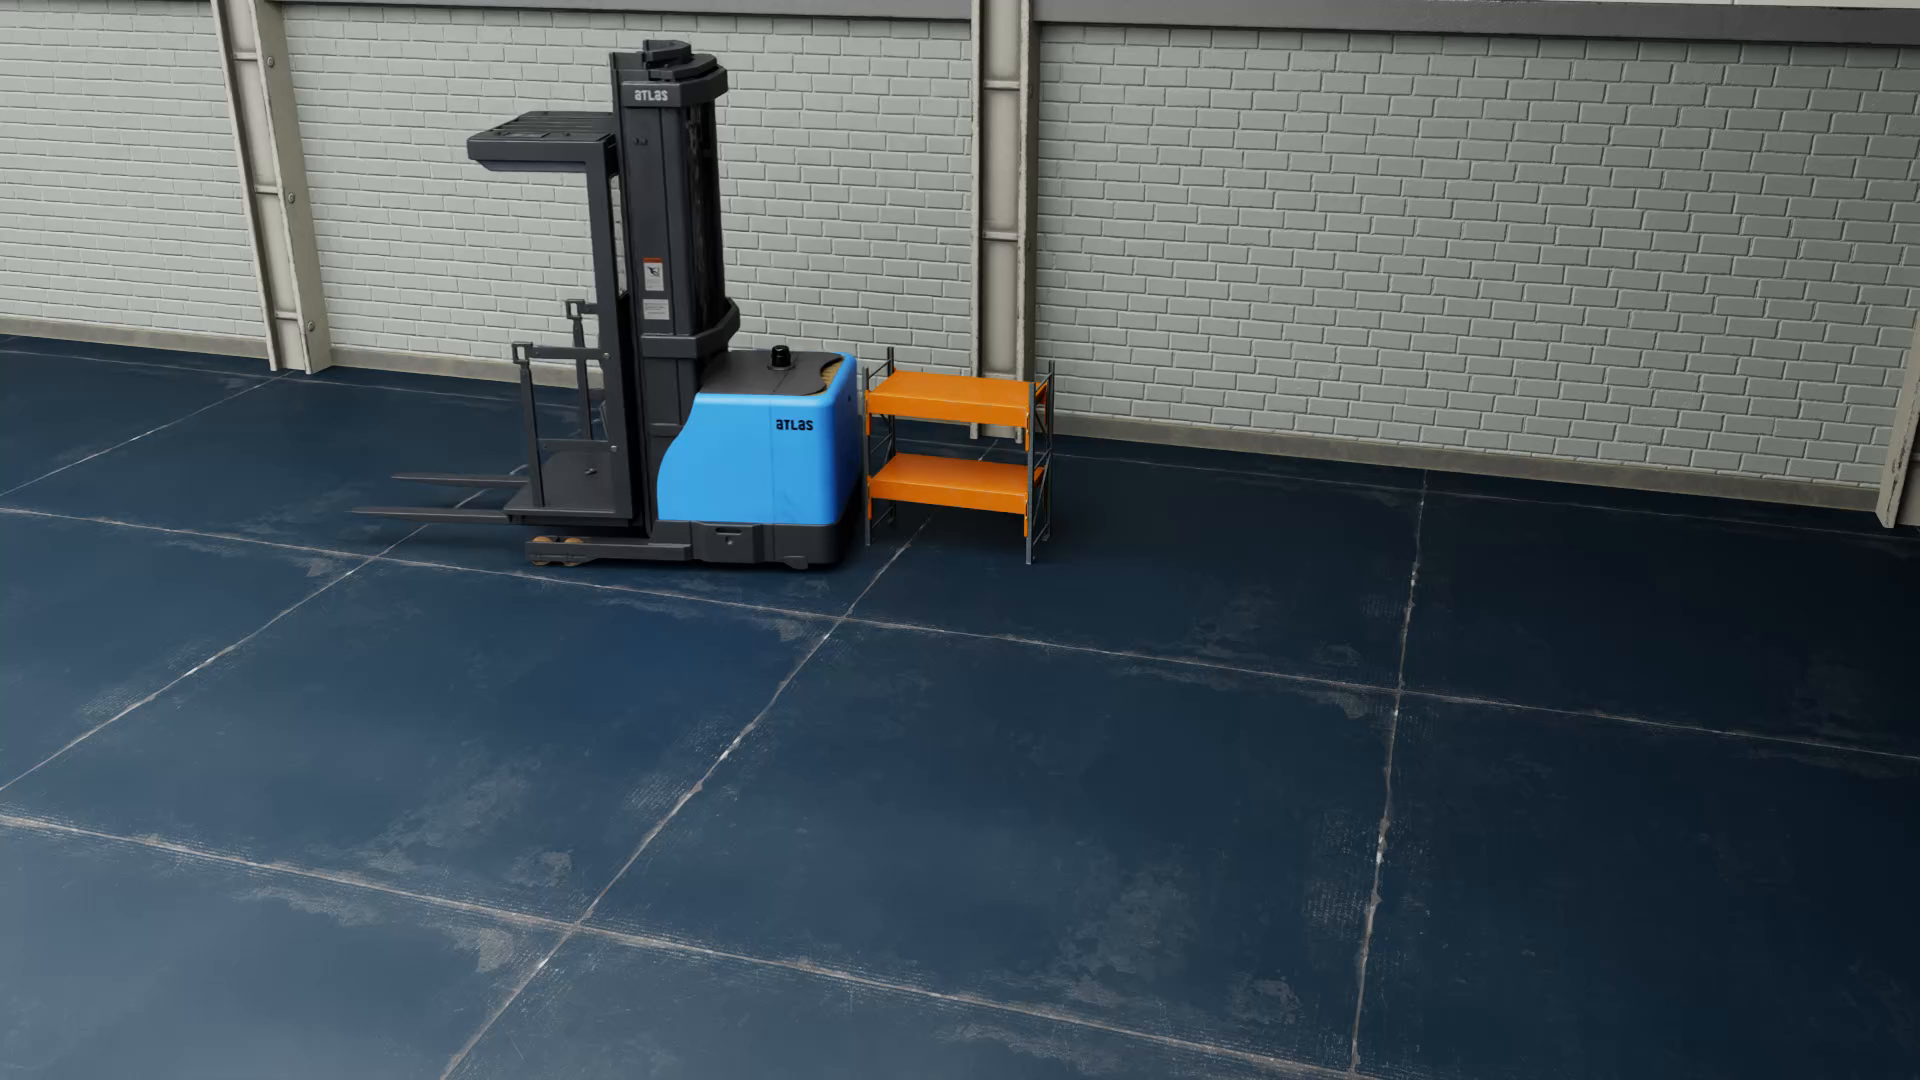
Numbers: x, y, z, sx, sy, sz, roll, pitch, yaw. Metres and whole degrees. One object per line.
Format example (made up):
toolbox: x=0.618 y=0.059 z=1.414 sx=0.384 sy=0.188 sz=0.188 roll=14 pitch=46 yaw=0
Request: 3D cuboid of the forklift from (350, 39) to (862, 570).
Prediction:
forklift: x=-2.170 y=-1.396 z=9.812 sx=3.031 sy=2.935 sz=1.130 roll=2 pitch=22 yaw=5

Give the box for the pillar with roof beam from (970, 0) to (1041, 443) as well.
pillar with roof beam: x=-0.937 y=-3.372 z=6.632 sx=0.400 sy=9.000 sz=9.100 roll=7 pitch=23 yaw=16

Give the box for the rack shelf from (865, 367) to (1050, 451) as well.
rack shelf: x=-0.006 y=-0.792 z=9.947 sx=1.000 sy=0.278 sz=0.538 roll=7 pitch=23 yaw=16

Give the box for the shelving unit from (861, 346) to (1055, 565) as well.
shelving unit: x=-0.006 y=-0.521 z=10.058 sx=1.048 sy=1.125 sz=0.538 roll=7 pitch=23 yaw=16

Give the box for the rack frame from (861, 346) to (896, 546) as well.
rack frame: x=-0.493 y=-0.577 z=10.194 sx=0.032 sy=1.125 sz=0.500 roll=7 pitch=23 yaw=16

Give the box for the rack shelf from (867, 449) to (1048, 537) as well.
rack shelf: x=-0.006 y=-0.295 z=10.151 sx=1.000 sy=0.278 sz=0.538 roll=7 pitch=23 yaw=16

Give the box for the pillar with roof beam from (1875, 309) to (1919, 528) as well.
pillar with roof beam: x=4.807 y=-2.714 z=5.029 sx=0.400 sy=9.000 sz=9.100 roll=7 pitch=23 yaw=16

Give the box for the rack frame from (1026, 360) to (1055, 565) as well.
rack frame: x=0.480 y=-0.465 z=9.922 sx=0.032 sy=1.125 sz=0.500 roll=7 pitch=23 yaw=16

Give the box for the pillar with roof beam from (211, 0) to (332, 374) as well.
pillar with roof beam: x=-6.681 y=-4.029 z=8.236 sx=0.400 sy=9.000 sz=9.100 roll=7 pitch=23 yaw=16
